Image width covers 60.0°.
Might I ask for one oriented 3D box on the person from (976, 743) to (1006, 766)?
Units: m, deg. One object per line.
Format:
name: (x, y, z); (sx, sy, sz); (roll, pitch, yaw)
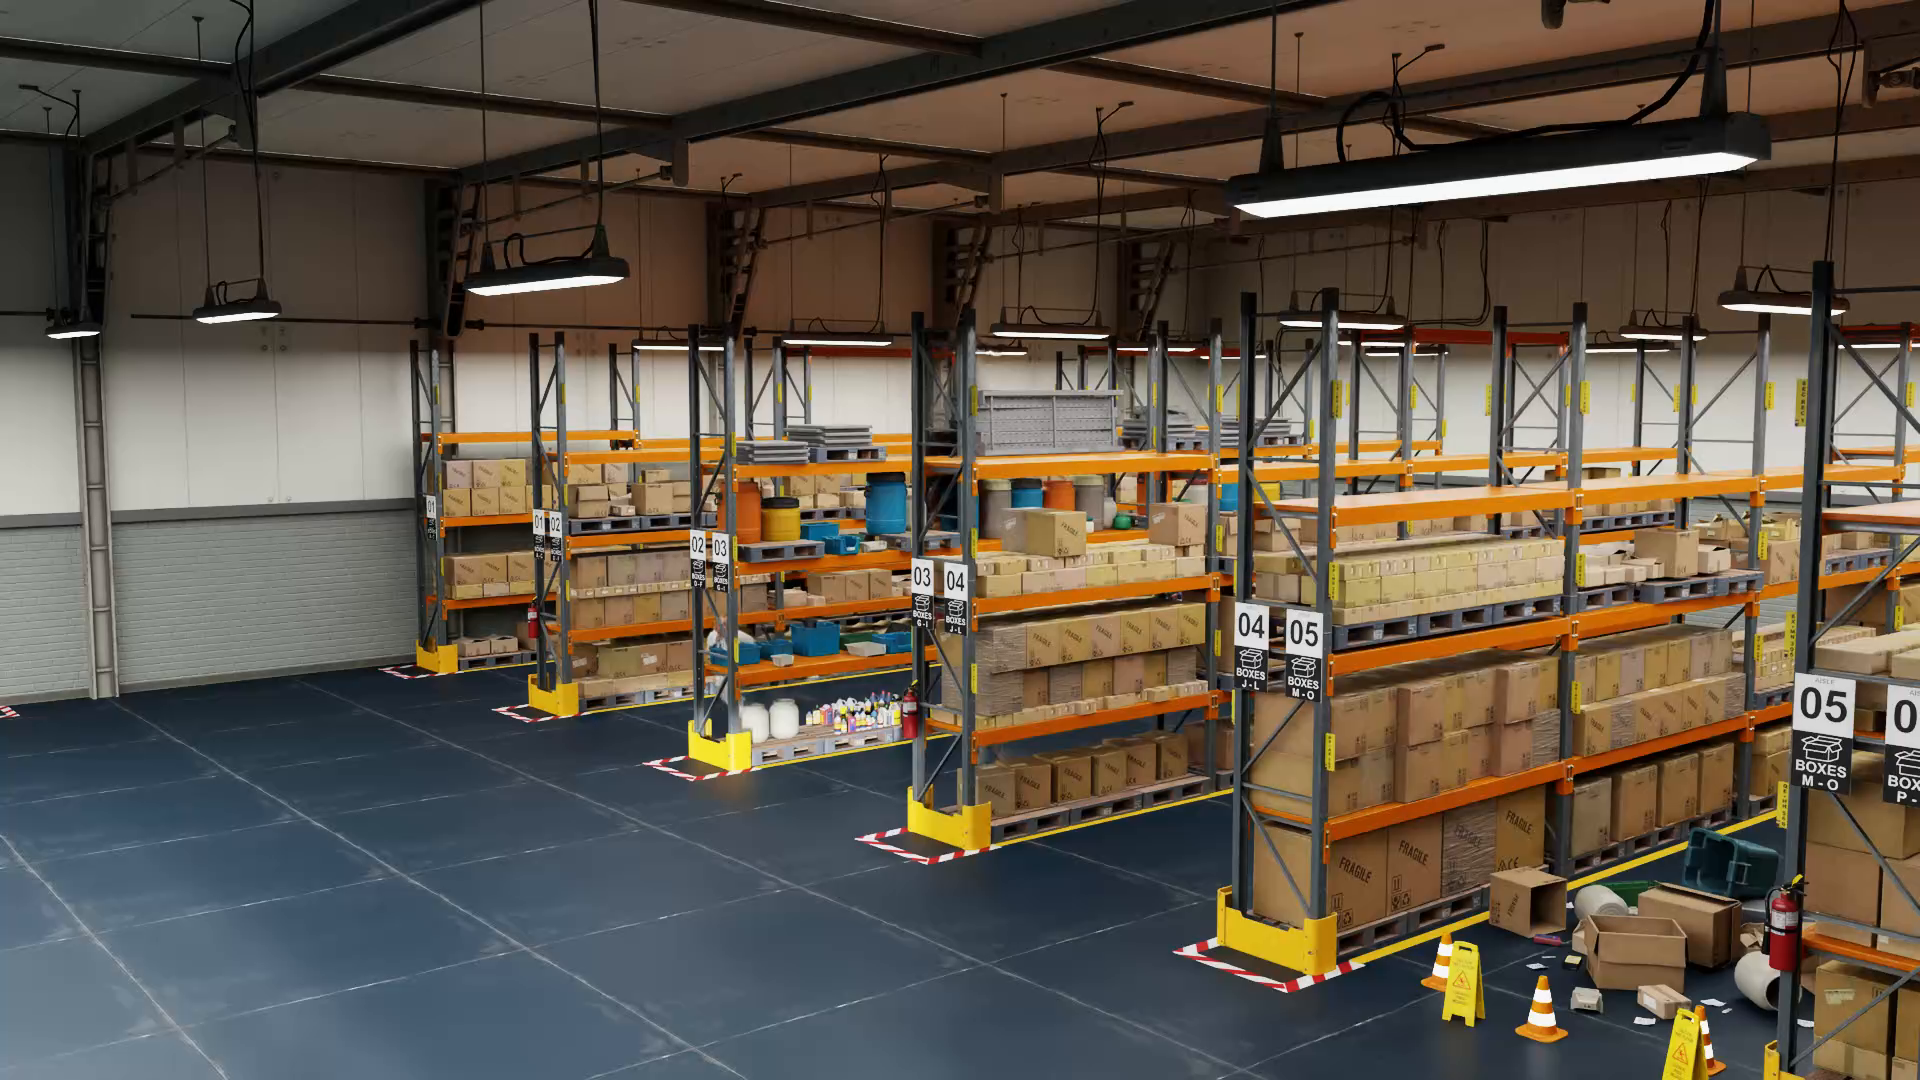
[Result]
person: (0.357, 2.232, 21.894); (0.813, 1.587, 0.562); (-5, 7, -44)

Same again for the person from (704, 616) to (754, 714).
person: (-3.516, 1.993, 25.096); (0.687, 1.716, 0.828); (4, 6, 35)
